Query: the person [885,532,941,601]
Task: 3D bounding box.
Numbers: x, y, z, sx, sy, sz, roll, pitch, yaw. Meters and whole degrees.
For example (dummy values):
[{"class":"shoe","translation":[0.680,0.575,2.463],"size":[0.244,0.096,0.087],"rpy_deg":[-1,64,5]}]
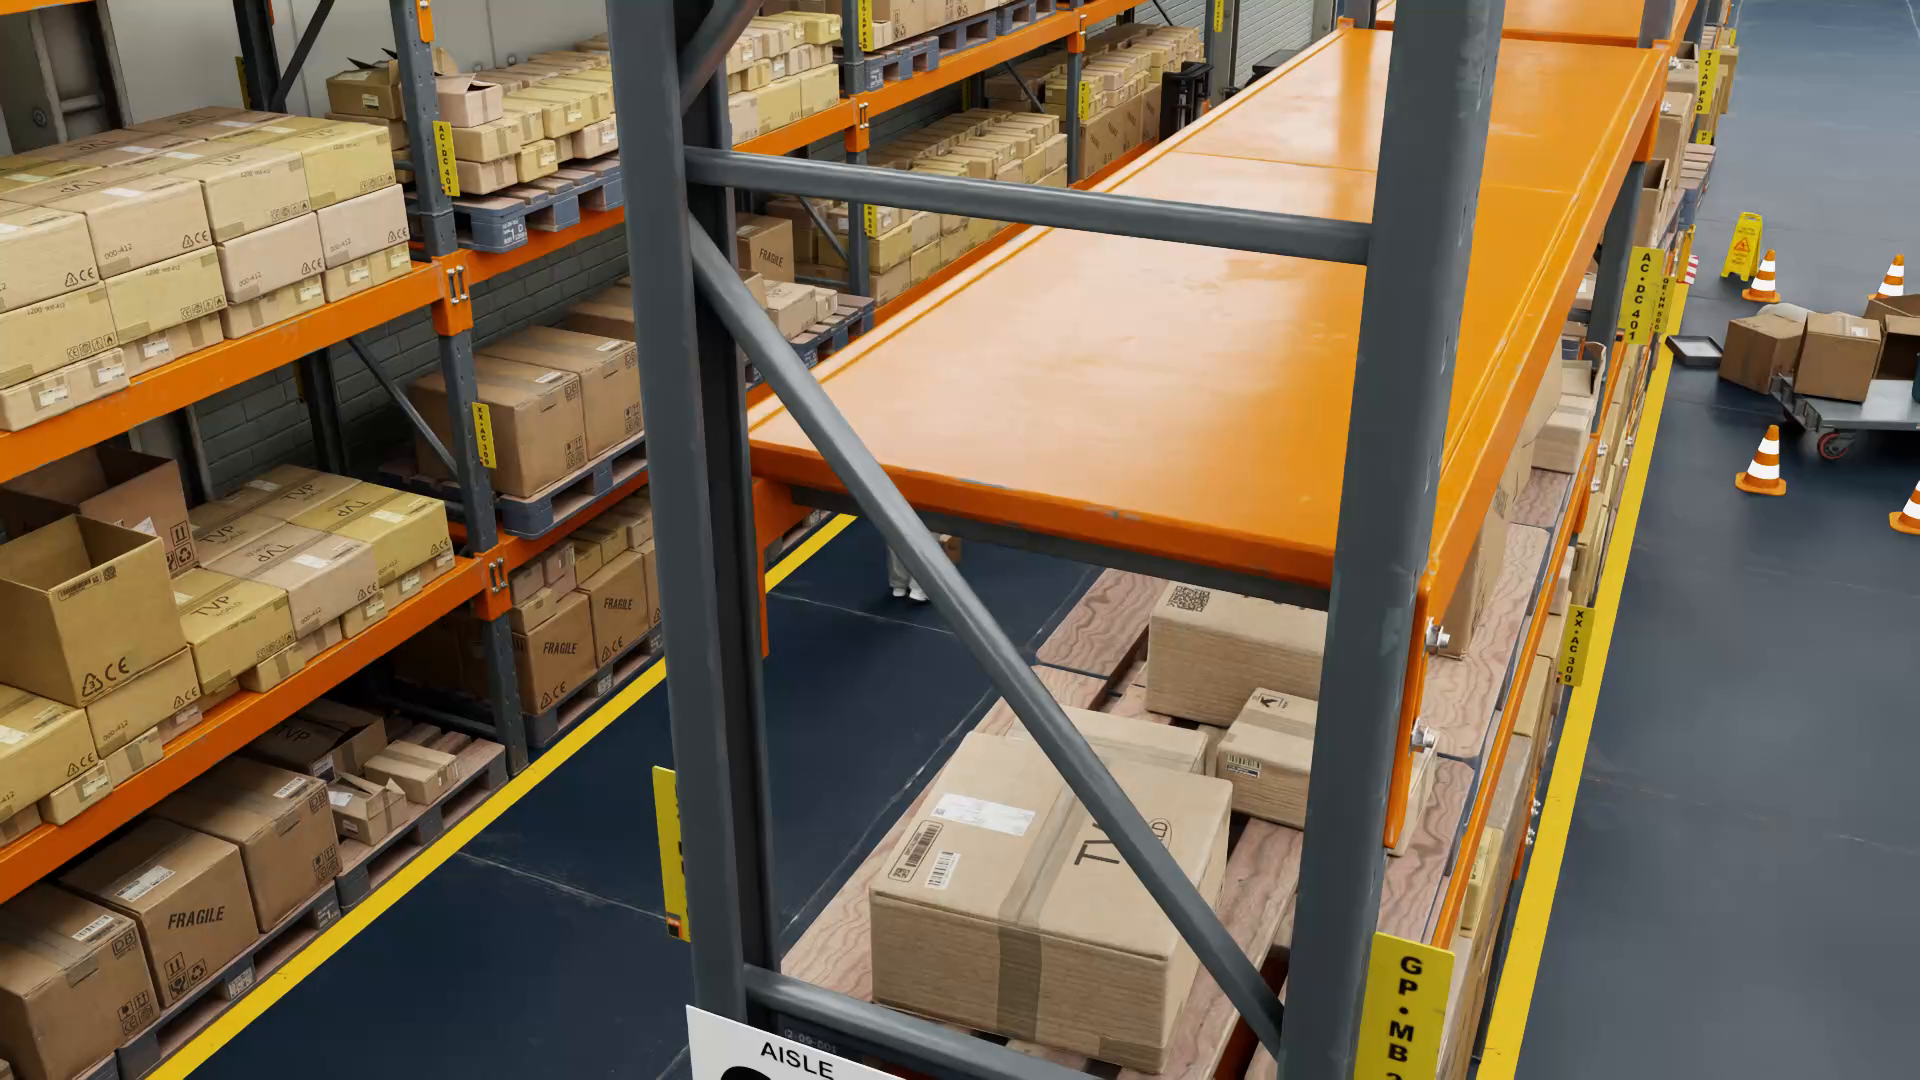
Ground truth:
[{"class":"person","translation":[-0.360,-0.405,10.257],"size":[0.509,1.717,0.423],"rpy_deg":[12,29,23]}]
